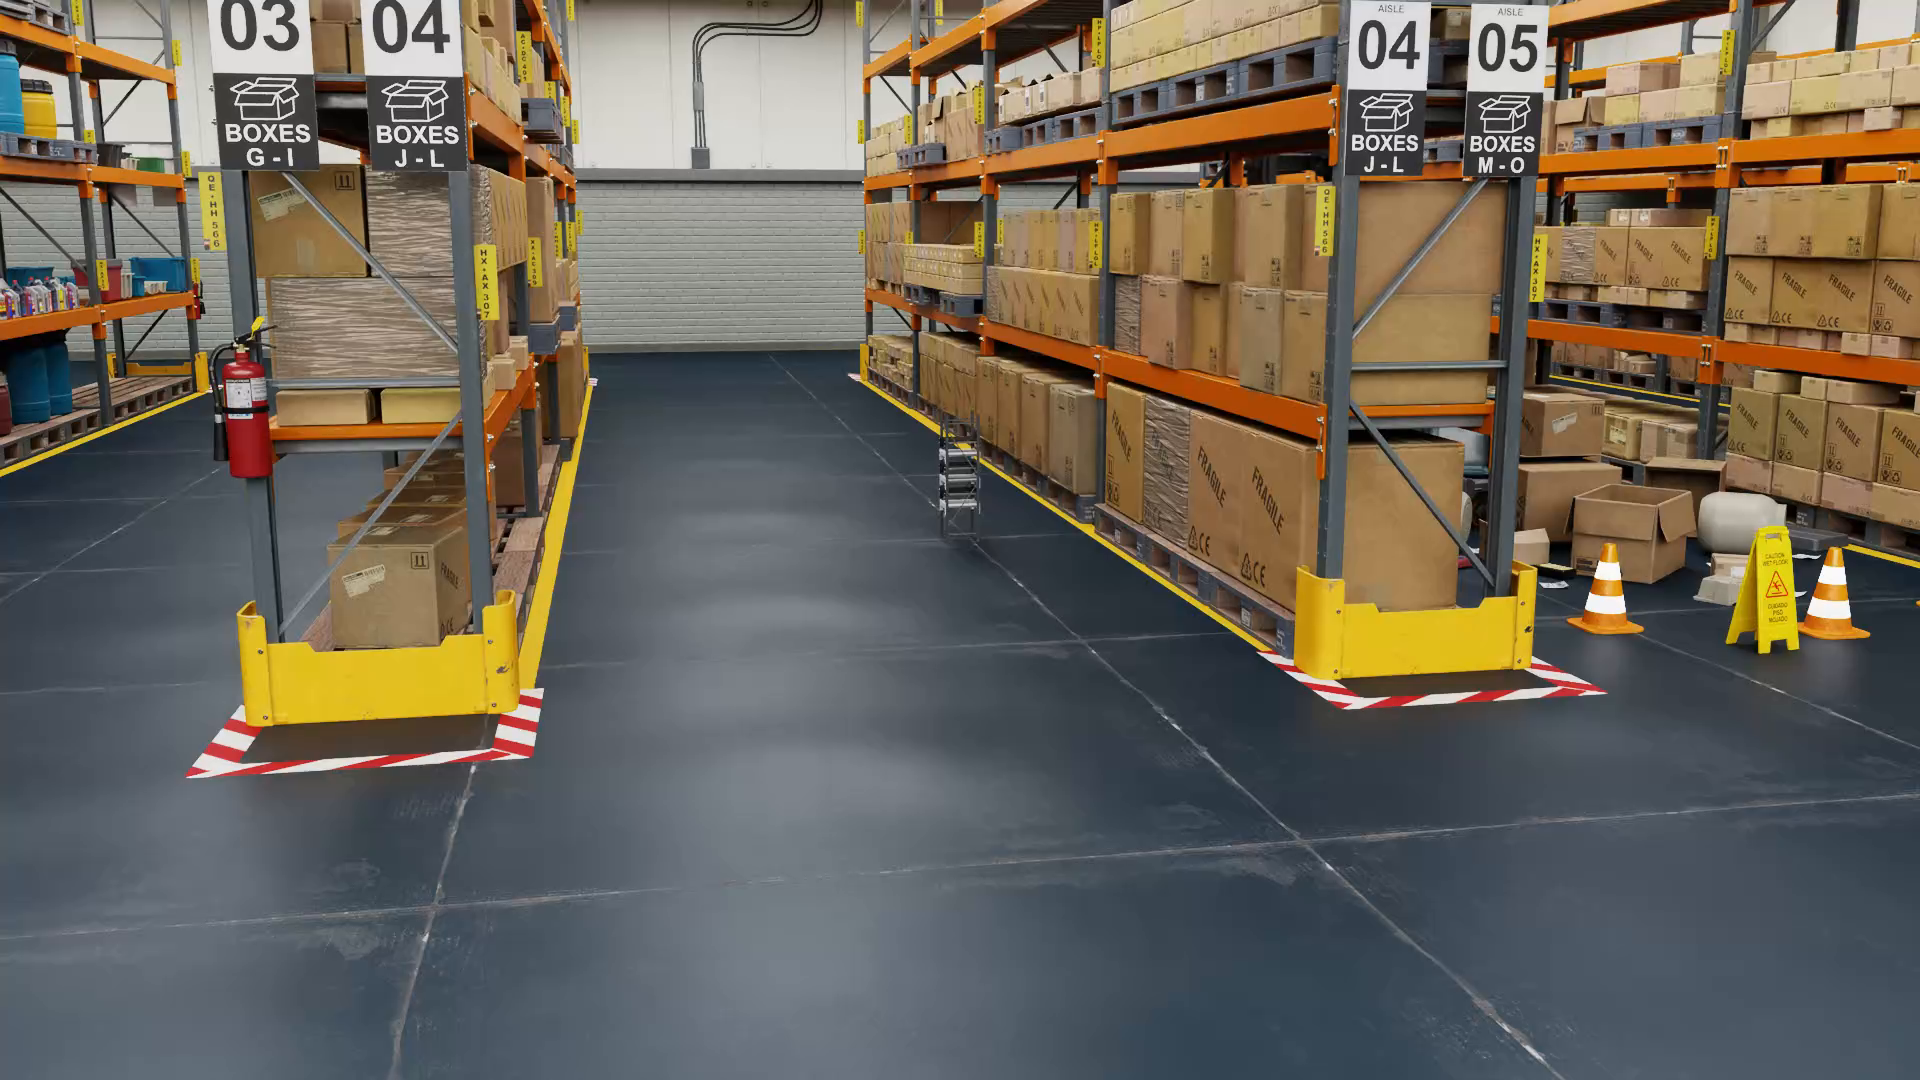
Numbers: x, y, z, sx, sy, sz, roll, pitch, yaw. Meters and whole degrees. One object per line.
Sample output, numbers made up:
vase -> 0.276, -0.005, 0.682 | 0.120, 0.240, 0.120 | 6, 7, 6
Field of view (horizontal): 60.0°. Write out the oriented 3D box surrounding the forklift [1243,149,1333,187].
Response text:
forklift -> 3.132, -2.024, 14.492 | 1.130, 2.935, 3.031 | -3, 11, -13

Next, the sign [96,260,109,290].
sign -> -9.265, -2.861, 17.965 | 0.100, 0.325, 0.005 | -2, 11, -11

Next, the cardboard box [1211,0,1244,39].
cardboard box -> 1.710, -2.911, 9.163 | 0.500, 0.250, 0.500 | -2, 11, -11

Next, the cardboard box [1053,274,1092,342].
cardboard box -> 1.033, -1.808, 12.905 | 0.500, 0.500, 0.500 | -2, 11, -12

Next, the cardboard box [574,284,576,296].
cardboard box -> -4.930, -3.066, 20.455 | 0.380, 0.149, 0.250 | -2, 11, -10

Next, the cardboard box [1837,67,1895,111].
cardboard box -> 6.342, -3.047, 11.268 | 0.500, 0.250, 0.500 | -2, 11, -10

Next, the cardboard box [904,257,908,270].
cardboard box -> -0.436, -3.187, 19.173 | 0.380, 0.149, 0.250 | -2, 11, -10

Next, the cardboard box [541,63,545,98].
cardboard box -> -3.830, -3.842, 14.231 | 0.500, 0.500, 0.500 | -2, 11, -10

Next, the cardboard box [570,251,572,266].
cardboard box -> -4.877, -3.514, 19.737 | 0.500, 0.500, 0.500 | -2, 11, -11

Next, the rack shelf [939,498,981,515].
rack shelf -> -0.002, -0.234, 11.660 | 0.258, 0.077, 0.200 | -2, 11, -11

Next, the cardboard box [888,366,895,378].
cardboard box -> -0.737, -2.196, 21.712 | 0.380, 0.149, 0.250 | -2, 11, -11

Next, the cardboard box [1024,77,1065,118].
cardboard box -> 0.839, -3.672, 13.792 | 0.500, 0.311, 0.500 | -2, 11, -12

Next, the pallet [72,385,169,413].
pallet -> -10.226, -1.693, 20.028 | 1.003, 0.211, 1.213 | -2, 11, -11

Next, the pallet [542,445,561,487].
pallet -> -4.018, -0.639, 14.487 | 1.003, 0.211, 1.213 | -2, 11, -11

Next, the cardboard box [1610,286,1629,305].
cardboard box -> 5.787, -2.087, 14.190 | 0.380, 0.149, 0.250 | -2, 11, -11

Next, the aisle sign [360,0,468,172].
aisle sign -> -2.306, -1.961, 7.026 | 0.394, 0.787, 0.004 | -2, 11, -11

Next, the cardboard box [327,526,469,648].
cardboard box -> -2.717, 0.222, 8.070 | 0.500, 0.500, 0.500 | 0, 11, 0

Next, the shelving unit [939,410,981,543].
shelving unit -> -0.002, -0.444, 11.620 | 0.258, 0.900, 0.210 | -2, 11, -11

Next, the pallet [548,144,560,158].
pallet -> -4.346, -3.649, 15.327 | 1.213, 0.211, 1.003 | -2, 11, -8

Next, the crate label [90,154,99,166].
crate label -> -9.616, -4.150, 18.159 | 0.293, 0.136, 0.466 | -2, 11, -11

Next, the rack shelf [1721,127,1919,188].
rack shelf -> 6.719, -2.532, 10.878 | 1.077, 0.370, 4.000 | -2, 11, -11

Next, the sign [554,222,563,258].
sign -> -3.638, -2.703, 14.992 | 0.100, 0.325, 0.005 | -2, 11, -11

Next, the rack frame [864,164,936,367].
rack frame -> -0.839, -3.781, 23.539 | 1.000, 3.000, 0.127 | -2, 11, -11

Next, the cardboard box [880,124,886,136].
cardboard box -> -0.828, -5.315, 21.574 | 0.380, 0.149, 0.250 | -2, 11, -9

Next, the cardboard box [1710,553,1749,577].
cardboard box -> 4.872, 0.189, 10.307 | 0.380, 0.149, 0.250 | 4, 11, 18

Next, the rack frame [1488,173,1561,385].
rack frame -> 5.552, -2.512, 16.873 | 1.000, 3.000, 0.127 | -2, 11, -11

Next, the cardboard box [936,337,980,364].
cardboard box -> 0.024, -2.058, 18.041 | 0.500, 0.250, 0.500 | -2, 11, -9

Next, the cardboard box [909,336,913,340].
cardboard box -> -0.495, -2.743, 22.996 | 0.380, 0.149, 0.250 | -2, 11, -10

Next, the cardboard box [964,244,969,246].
cardboard box -> 0.261, -3.307, 19.005 | 0.380, 0.149, 0.250 | -2, 11, -13

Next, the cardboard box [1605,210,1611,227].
cardboard box -> 6.147, -2.943, 15.214 | 0.380, 0.149, 0.250 | -3, 11, -14

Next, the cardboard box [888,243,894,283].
cardboard box -> -0.628, -3.508, 21.040 | 0.500, 0.500, 0.500 | -2, 11, -11

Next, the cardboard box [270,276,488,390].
cardboard box -> -2.692, -0.982, 7.769 | 0.875, 0.500, 0.500 | -2, 11, -11

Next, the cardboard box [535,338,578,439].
cardboard box -> -4.282, -1.442, 15.808 | 1.225, 0.875, 0.875 | -3, 11, -14

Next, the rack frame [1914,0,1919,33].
rack frame -> 10.421, -5.641, 17.264 | 1.000, 3.000, 0.127 | -2, 11, -11

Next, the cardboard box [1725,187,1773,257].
cardboard box -> 6.203, -2.376, 12.423 | 0.700, 0.500, 0.500 | -2, 11, -12

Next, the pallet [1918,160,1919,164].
pallet -> 10.640, -3.953, 16.926 | 1.213, 0.211, 1.003 | -2, 11, -8

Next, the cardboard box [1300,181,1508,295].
cardboard box -> 2.238, -1.520, 8.371 | 0.875, 0.550, 0.550 | -2, 11, -11

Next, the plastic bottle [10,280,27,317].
plastic bottle -> -9.091, -2.322, 16.008 | 0.144, 0.351, 0.185 | -2, 11, -11

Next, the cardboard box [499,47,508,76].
cardboard box -> -2.869, -2.820, 9.802 | 0.380, 0.149, 0.250 | -2, 11, -13

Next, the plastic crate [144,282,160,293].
plastic crate -> -10.204, -3.142, 20.728 | 0.396, 0.136, 0.243 | -2, 11, -11

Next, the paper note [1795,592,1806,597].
paper note -> 4.972, 0.313, 9.973 | 0.148, 0.019, 0.142 | -6, 13, -31

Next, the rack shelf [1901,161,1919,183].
rack shelf -> 10.810, -3.447, 15.685 | 1.077, 0.370, 4.000 | -2, 11, -11

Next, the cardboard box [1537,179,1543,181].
cardboard box -> 8.775, -5.397, 24.678 | 0.380, 0.149, 0.250 | -2, 11, -10

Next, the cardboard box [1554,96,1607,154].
cardboard box -> 5.877, -3.758, 15.119 | 0.797, 0.503, 0.637 | -2, 11, -11

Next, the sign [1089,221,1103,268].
sign -> 0.964, -2.088, 11.762 | 0.100, 0.325, 0.005 | -2, 11, -11

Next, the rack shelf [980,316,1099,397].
rack shelf -> 1.106, -1.593, 13.970 | 1.077, 0.370, 4.000 | -2, 11, -11

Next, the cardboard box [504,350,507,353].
cardboard box -> -2.866, -1.035, 9.784 | 0.380, 0.149, 0.250 | -2, 11, -11

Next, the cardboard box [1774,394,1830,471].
cardboard box -> 6.296, -0.787, 12.033 | 0.500, 0.500, 0.500 | -2, 11, -9

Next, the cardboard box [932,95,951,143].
cardboard box -> 0.110, -4.490, 17.842 | 0.797, 0.503, 0.637 | -2, 11, -12

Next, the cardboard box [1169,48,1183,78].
cardboard box -> 1.481, -2.873, 10.028 | 0.380, 0.149, 0.250 | -2, 11, -11

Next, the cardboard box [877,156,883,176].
cardboard box -> -0.792, -4.898, 21.789 | 0.500, 0.250, 0.500 | -2, 11, -13

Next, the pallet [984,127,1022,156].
pallet -> 0.894, -3.578, 14.957 | 1.213, 0.211, 1.003 | -2, 11, -8

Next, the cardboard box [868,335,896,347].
cardboard box -> -1.071, -2.771, 23.141 | 0.380, 0.149, 0.250 | -3, 11, -14

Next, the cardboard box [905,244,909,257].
cardboard box -> -0.436, -3.333, 19.146 | 0.380, 0.149, 0.250 | -2, 11, -8
